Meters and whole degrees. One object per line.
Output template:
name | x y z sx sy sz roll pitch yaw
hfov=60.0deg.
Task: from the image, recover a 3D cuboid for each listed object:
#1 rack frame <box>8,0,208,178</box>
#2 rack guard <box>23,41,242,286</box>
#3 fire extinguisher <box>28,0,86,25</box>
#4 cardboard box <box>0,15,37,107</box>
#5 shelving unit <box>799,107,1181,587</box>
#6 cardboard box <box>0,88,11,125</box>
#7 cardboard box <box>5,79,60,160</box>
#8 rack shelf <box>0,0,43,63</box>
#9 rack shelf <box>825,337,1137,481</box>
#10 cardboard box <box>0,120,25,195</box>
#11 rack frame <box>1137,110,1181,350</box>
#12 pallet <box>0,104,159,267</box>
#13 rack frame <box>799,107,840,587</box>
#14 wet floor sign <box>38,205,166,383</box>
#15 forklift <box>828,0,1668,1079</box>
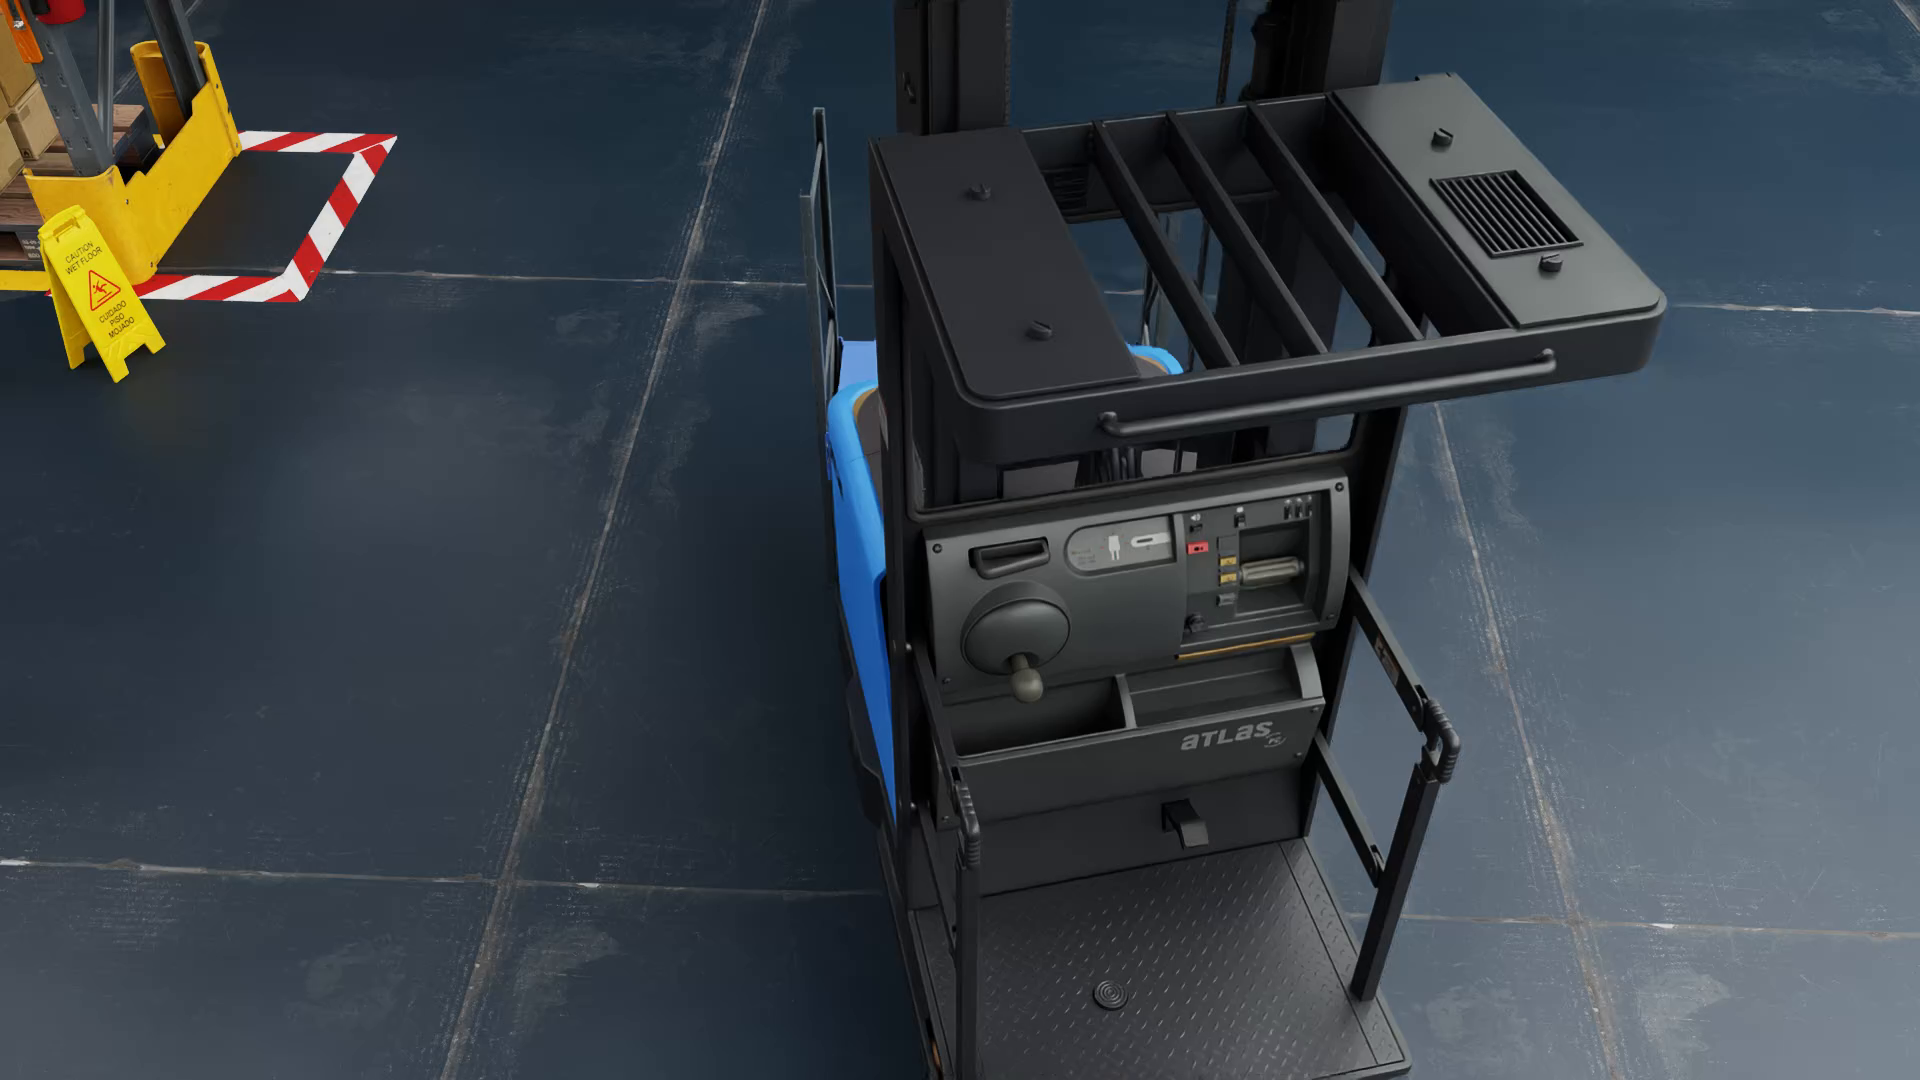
rack frame | -3.440 -2.549 6.286 0.127 3.000 1.000 2 43 2
rack guard | -3.516 -1.637 7.140 0.348 0.500 1.175 2 43 2
fire extinguisher | -3.347 -2.203 5.971 0.183 0.674 0.296 2 43 2
cardboard box | -4.258 -2.184 7.053 0.500 0.500 0.500 0 43 0
shelving unit | 0.087 -0.556 5.247 1.048 1.500 0.538 1 43 1
cardboard box | -4.253 -1.818 6.660 0.500 0.500 0.500 2 43 2
cardboard box | -4.234 -1.910 7.308 0.500 0.250 0.500 1 43 2
rack shelf | -5.438 -2.347 6.597 4.000 0.370 1.077 2 43 2
rack shelf | 0.087 -0.424 5.369 1.000 0.185 0.538 1 43 1
cardboard box | -4.284 -1.539 6.910 0.500 0.250 0.500 2 43 2
rack frame | 0.596 -0.550 5.240 0.032 1.500 0.500 1 43 1
pallet | -4.326 -1.580 7.291 1.213 0.211 1.003 2 43 2
rack frame | -0.421 -0.562 5.253 0.032 1.500 0.500 1 43 1
wet floor sign | -3.299 -0.953 6.300 0.232 0.644 0.267 16 45 16
forklift | 0.437 0.186 3.400 1.130 2.935 3.031 -9 44 -9
